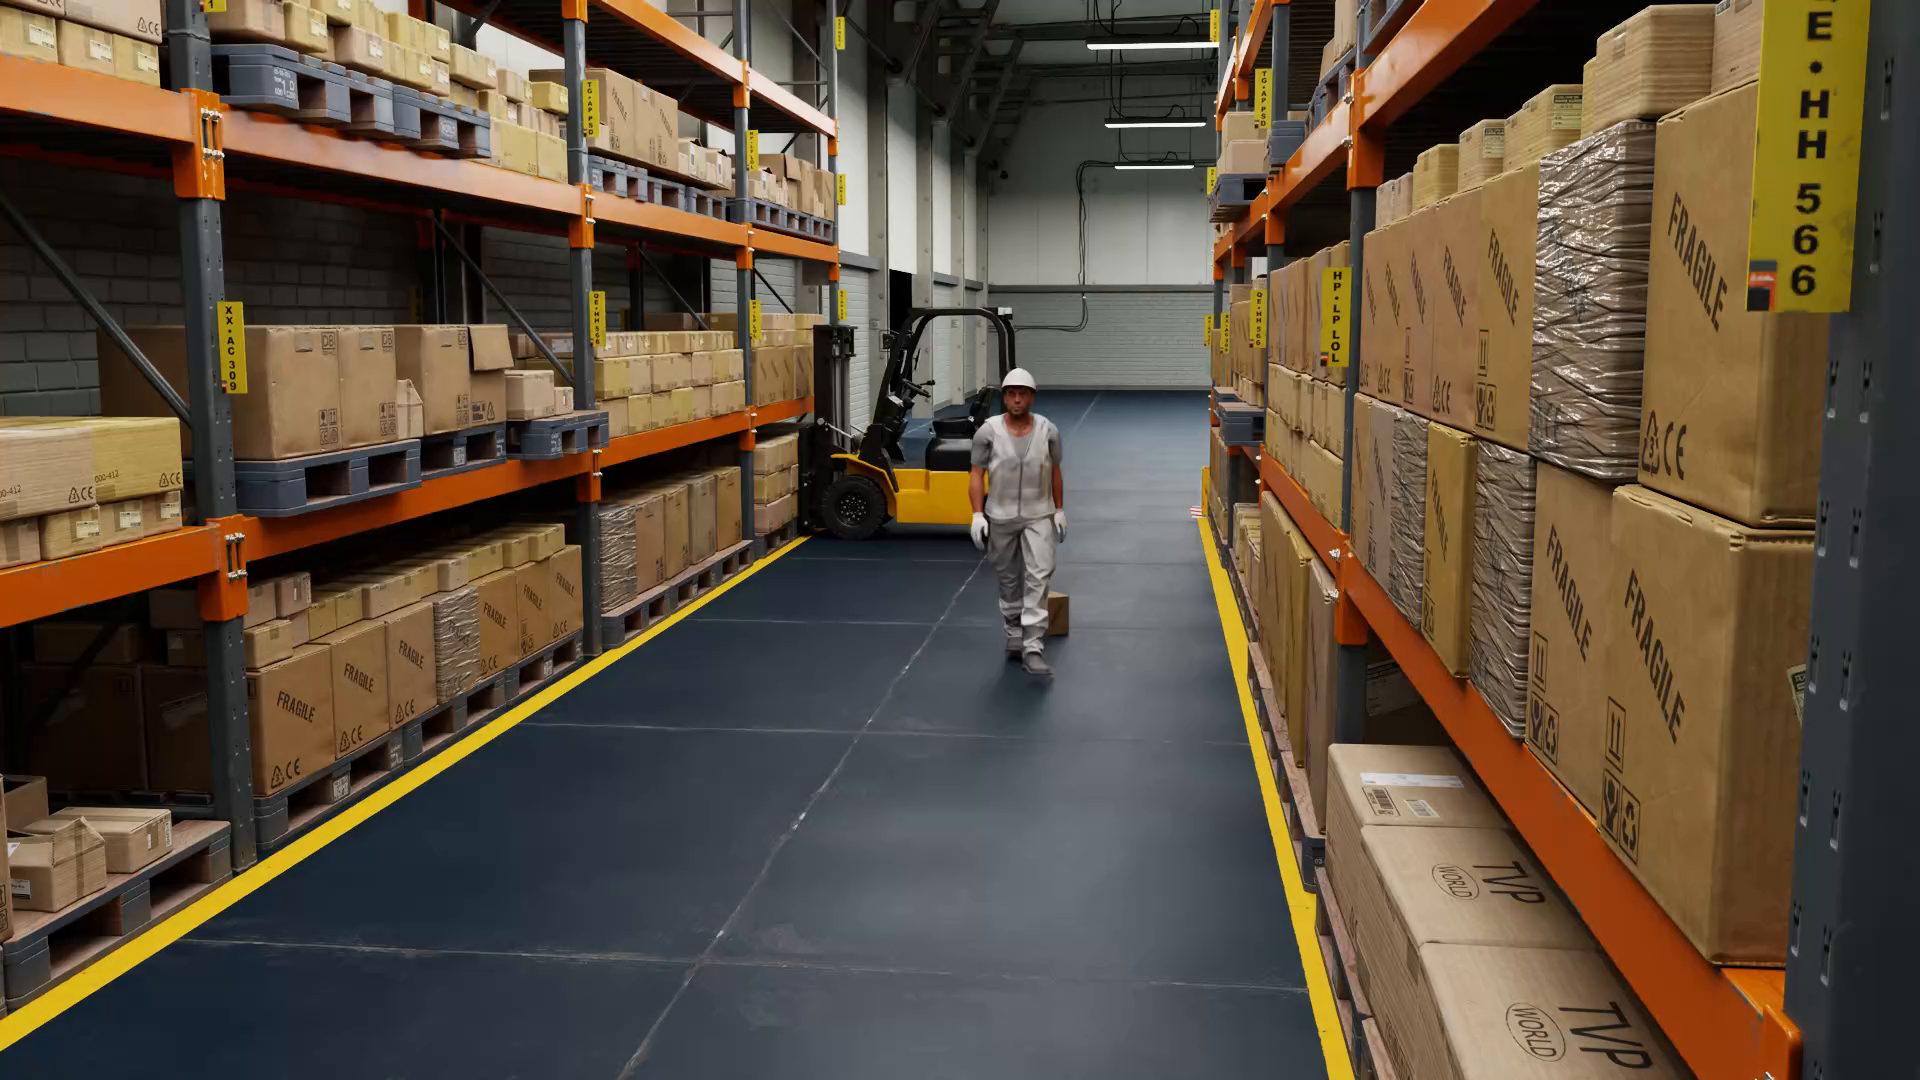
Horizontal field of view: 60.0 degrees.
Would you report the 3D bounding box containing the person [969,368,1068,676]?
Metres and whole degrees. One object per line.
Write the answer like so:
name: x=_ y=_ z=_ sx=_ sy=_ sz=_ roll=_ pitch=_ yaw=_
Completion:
person: x=0.340 y=-0.133 z=9.649 sx=0.579 sy=1.721 sz=1.001 roll=0 pitch=8 yaw=3
